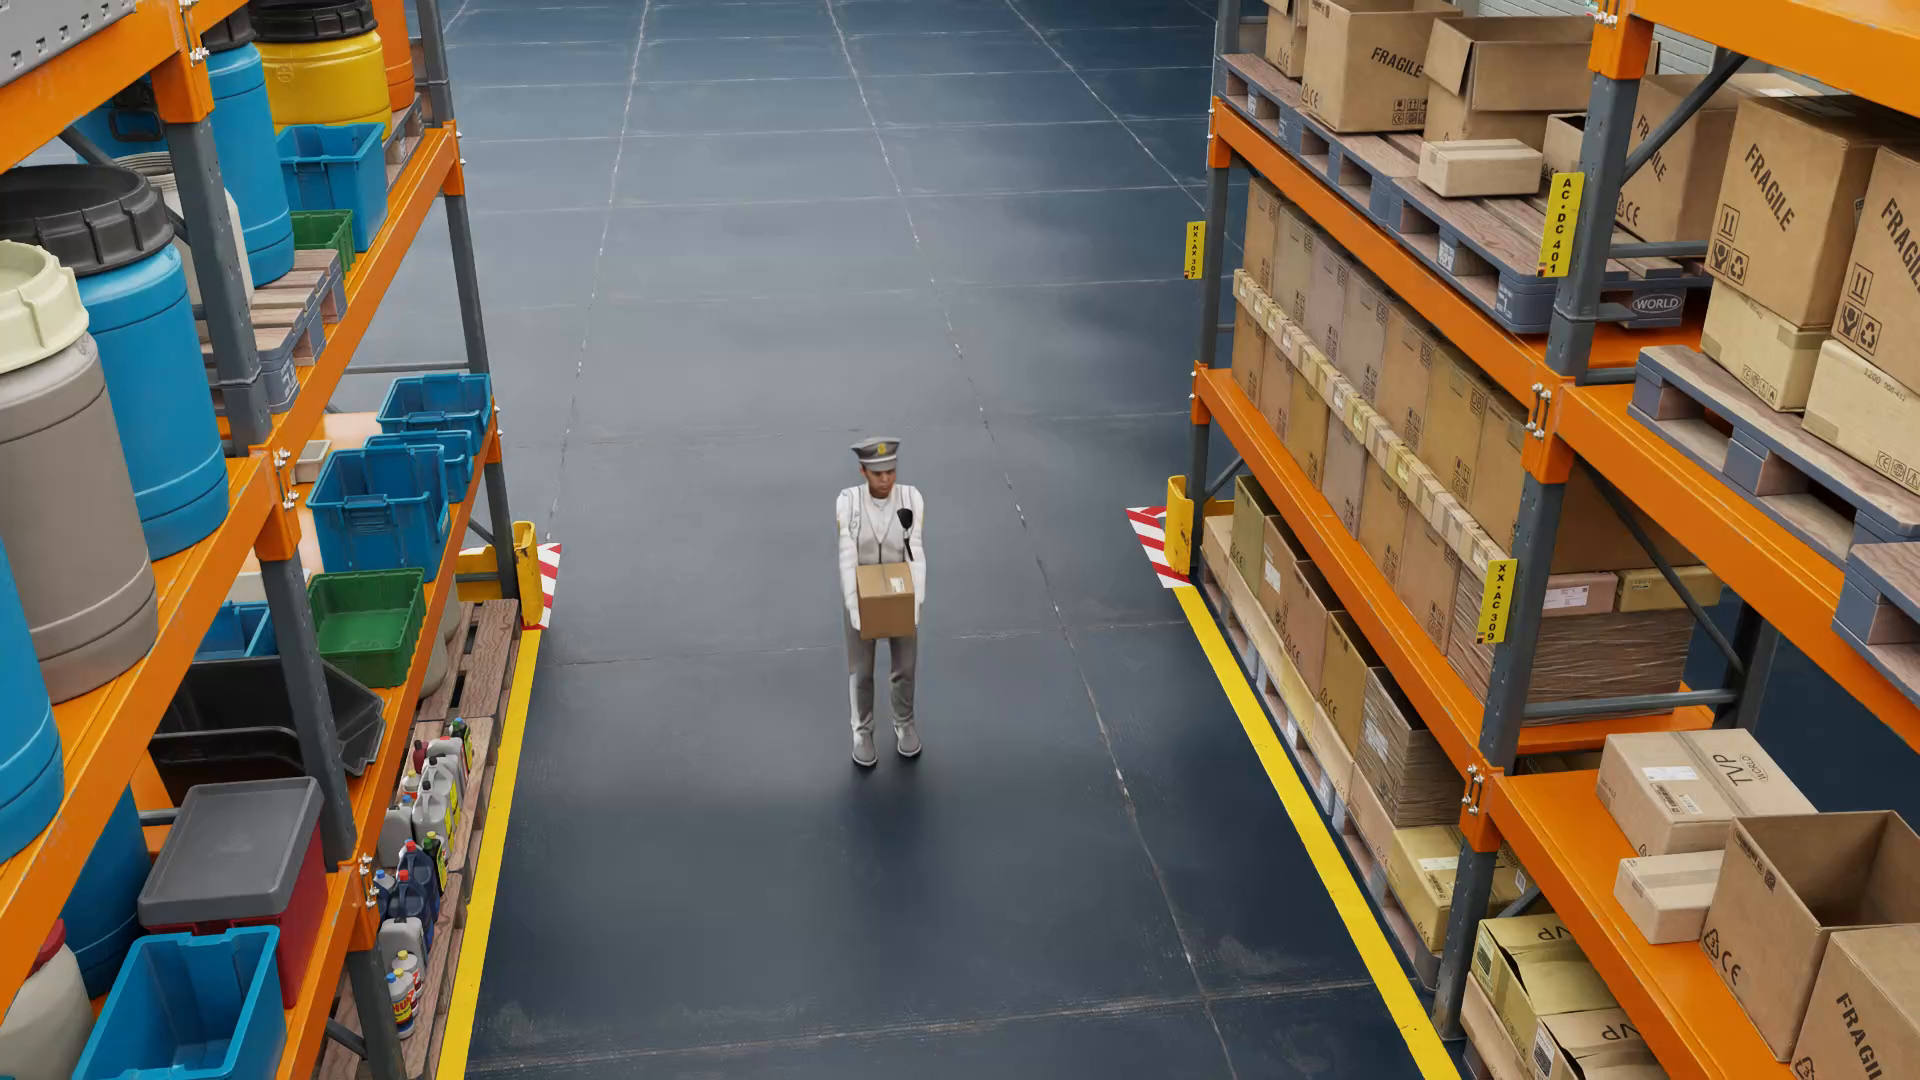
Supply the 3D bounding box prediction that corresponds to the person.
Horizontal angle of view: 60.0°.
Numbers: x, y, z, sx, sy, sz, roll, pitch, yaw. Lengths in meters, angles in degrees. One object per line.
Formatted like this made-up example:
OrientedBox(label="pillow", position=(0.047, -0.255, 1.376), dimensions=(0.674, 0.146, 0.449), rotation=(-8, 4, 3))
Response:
OrientedBox(label="person", position=(-0.366, 0.314, 7.990), dimensions=(0.416, 1.691, 0.522), rotation=(-4, 28, -8))
